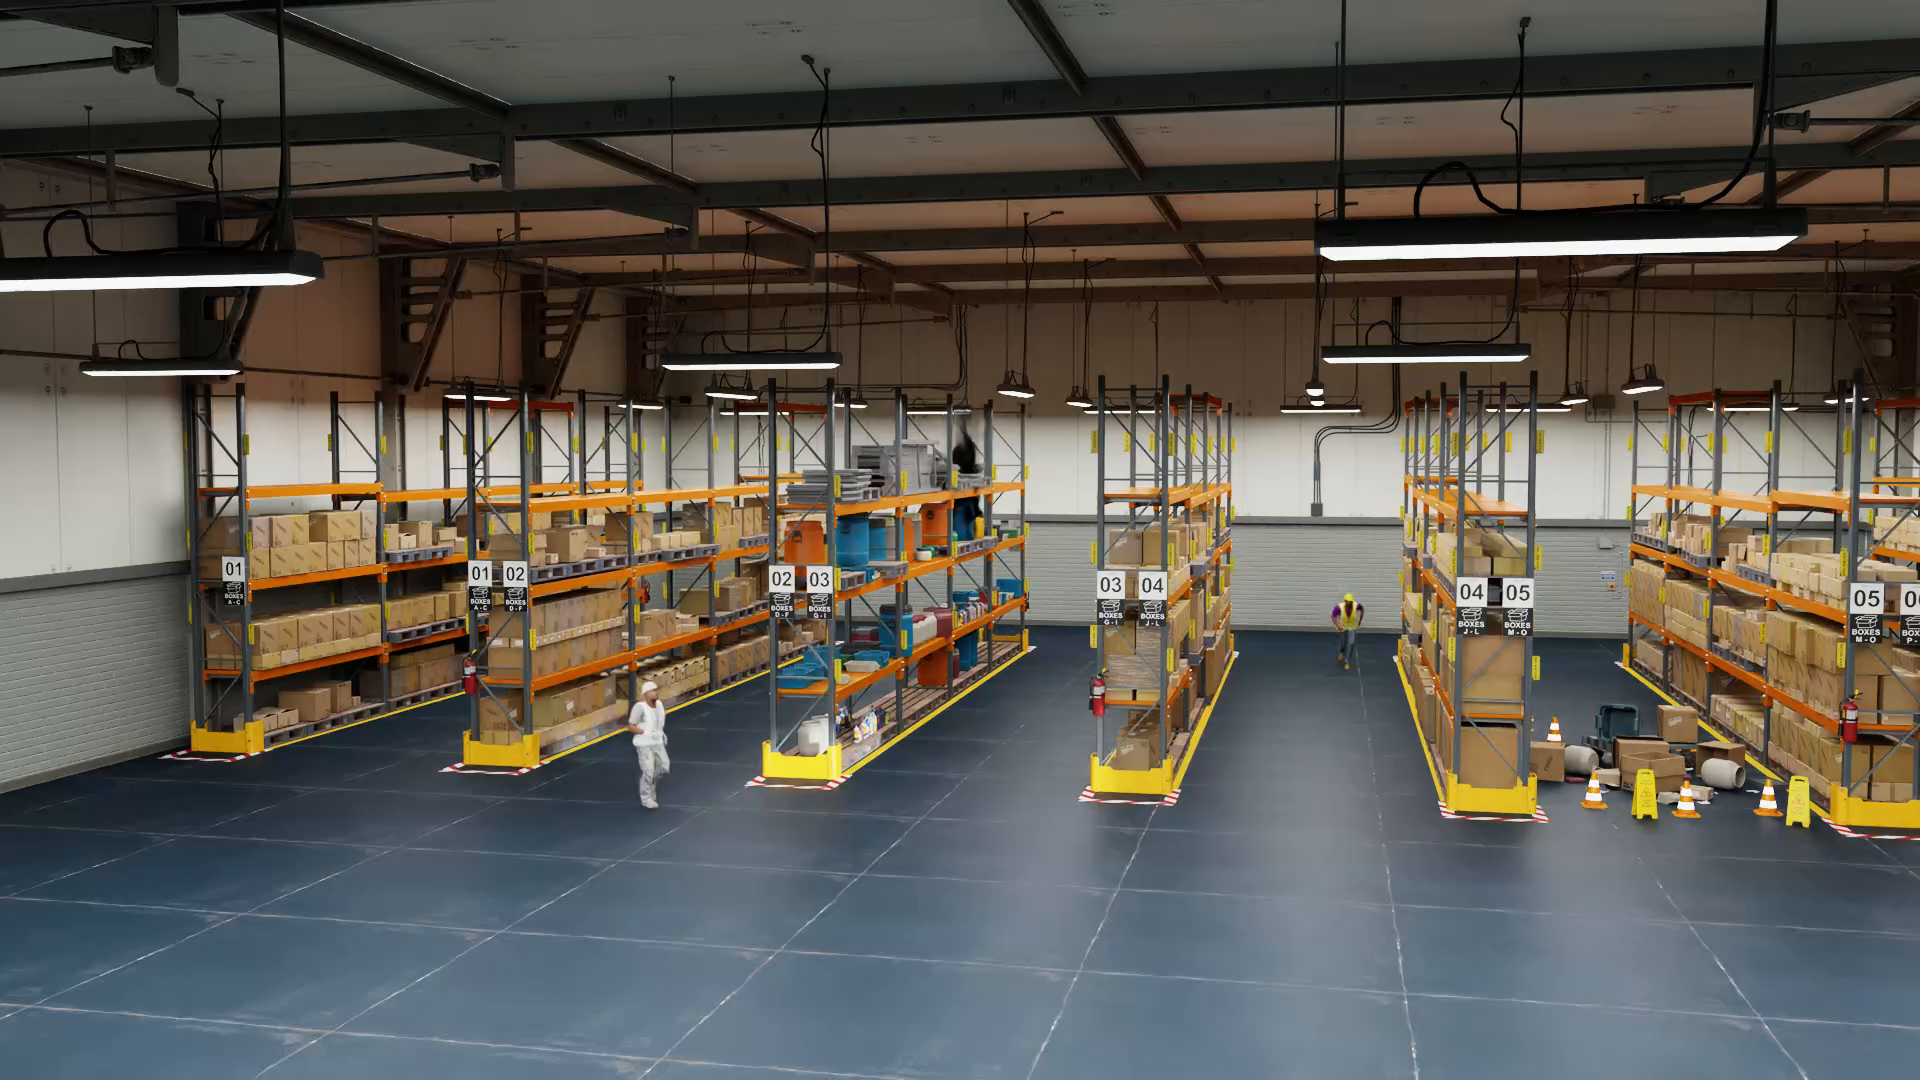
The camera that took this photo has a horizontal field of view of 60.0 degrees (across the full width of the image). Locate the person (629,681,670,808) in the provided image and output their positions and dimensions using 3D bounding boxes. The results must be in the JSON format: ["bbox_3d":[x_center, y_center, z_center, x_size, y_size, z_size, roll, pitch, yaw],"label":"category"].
[{"bbox_3d":[-4.249,2.820,22.893,0.611,1.745,0.660,3,4,38],"label":"person"}]

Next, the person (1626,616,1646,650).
[{"bbox_3d":[15.819,1.940,38.660,0.679,1.739,0.701,2,4,31],"label":"person"}]

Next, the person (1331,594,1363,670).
[{"bbox_3d":[8.708,2.035,37.483,0.734,1.713,1.046,0,3,1],"label":"person"}]
